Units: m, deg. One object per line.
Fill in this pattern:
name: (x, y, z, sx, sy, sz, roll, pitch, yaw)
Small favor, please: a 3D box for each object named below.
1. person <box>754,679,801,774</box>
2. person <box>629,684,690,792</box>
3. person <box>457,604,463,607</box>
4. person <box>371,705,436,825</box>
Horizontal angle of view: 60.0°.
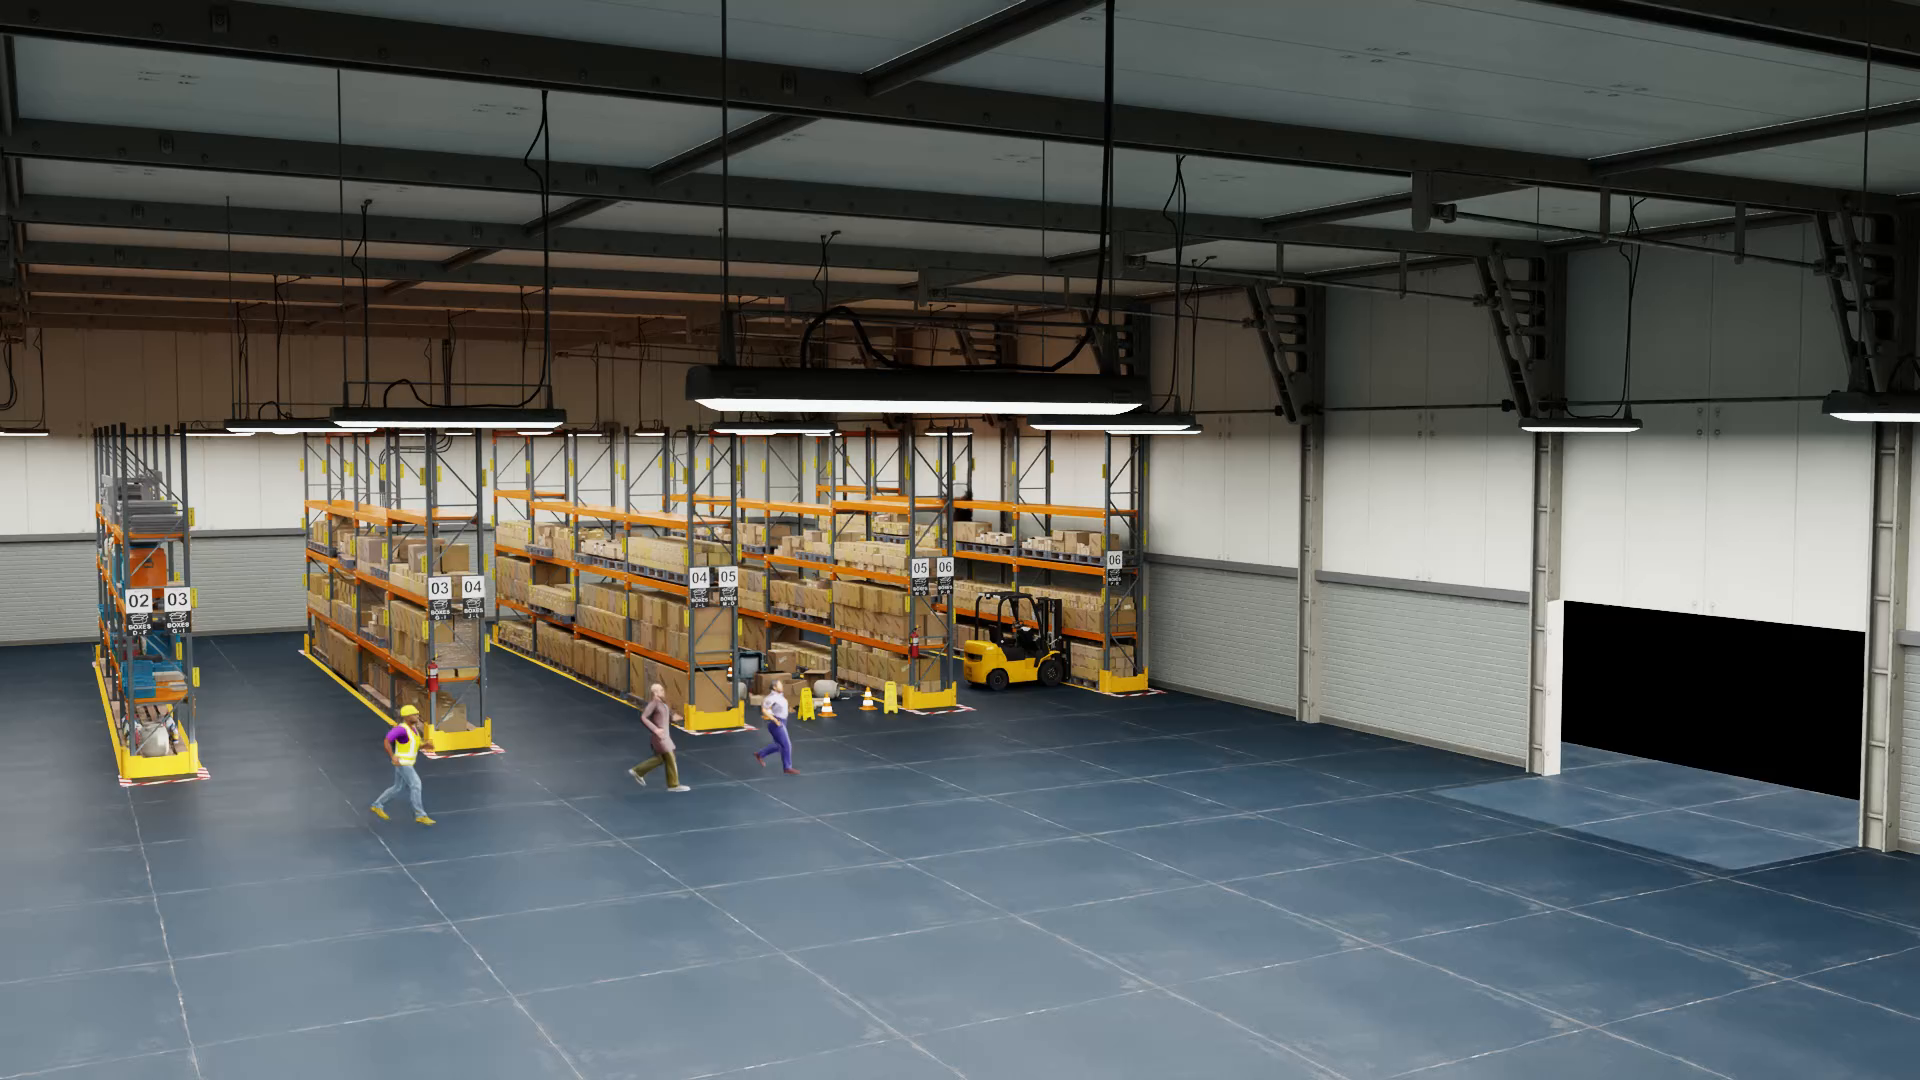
person: (-3.148, 3.183, 28.478, 0.862, 1.617, 0.619, 1, 3, 8)
person: (-4.875, 3.302, 26.907, 1.021, 1.546, 0.710, 0, 3, 0)
person: (-14.036, 2.124, 46.864, 0.770, 1.613, 0.721, 2, 4, 31)
person: (-8.267, 3.338, 24.706, 0.944, 1.775, 0.643, 0, 3, -7)
